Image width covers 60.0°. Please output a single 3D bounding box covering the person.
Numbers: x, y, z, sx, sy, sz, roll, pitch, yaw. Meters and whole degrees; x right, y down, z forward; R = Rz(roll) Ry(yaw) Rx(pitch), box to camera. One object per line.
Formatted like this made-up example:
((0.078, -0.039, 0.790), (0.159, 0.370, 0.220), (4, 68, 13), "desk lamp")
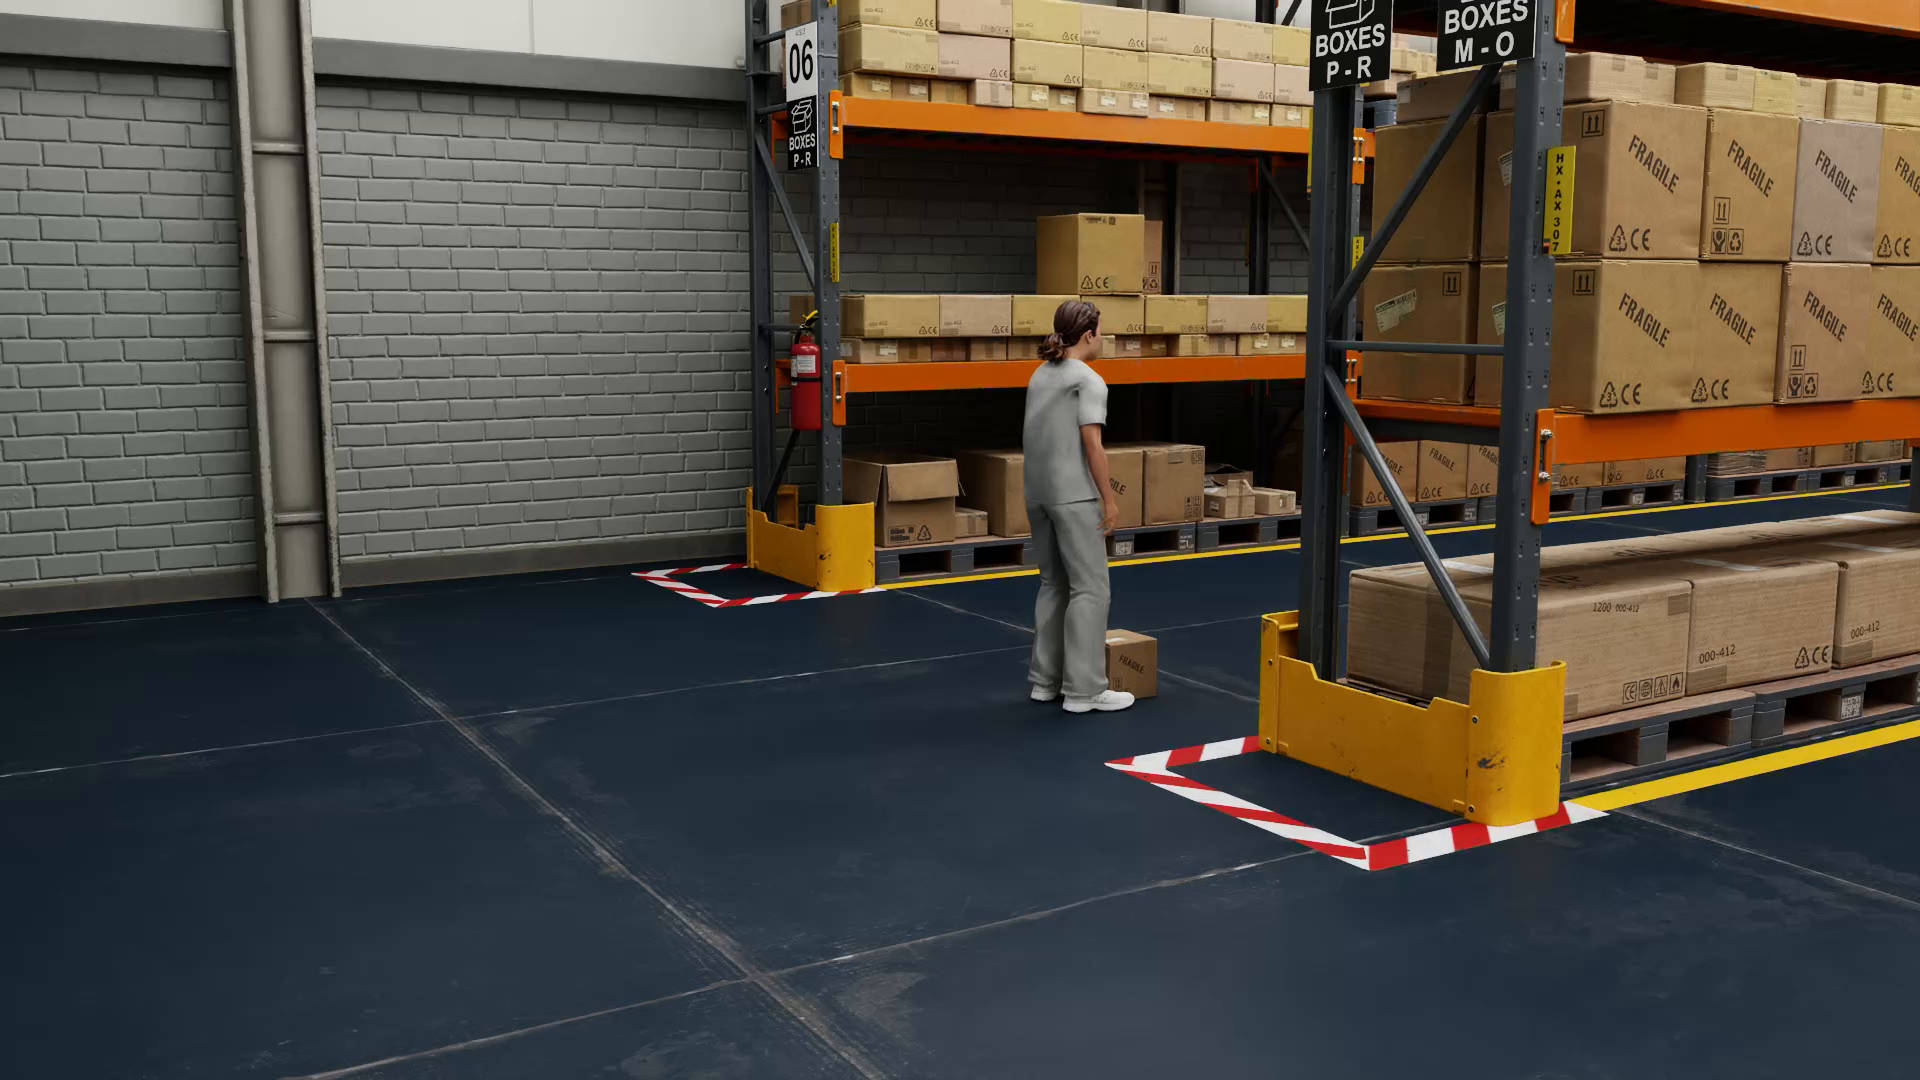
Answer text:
((0.457, -0.150, 6.868), (0.355, 1.673, 0.511), (-5, 10, -33), "person")
